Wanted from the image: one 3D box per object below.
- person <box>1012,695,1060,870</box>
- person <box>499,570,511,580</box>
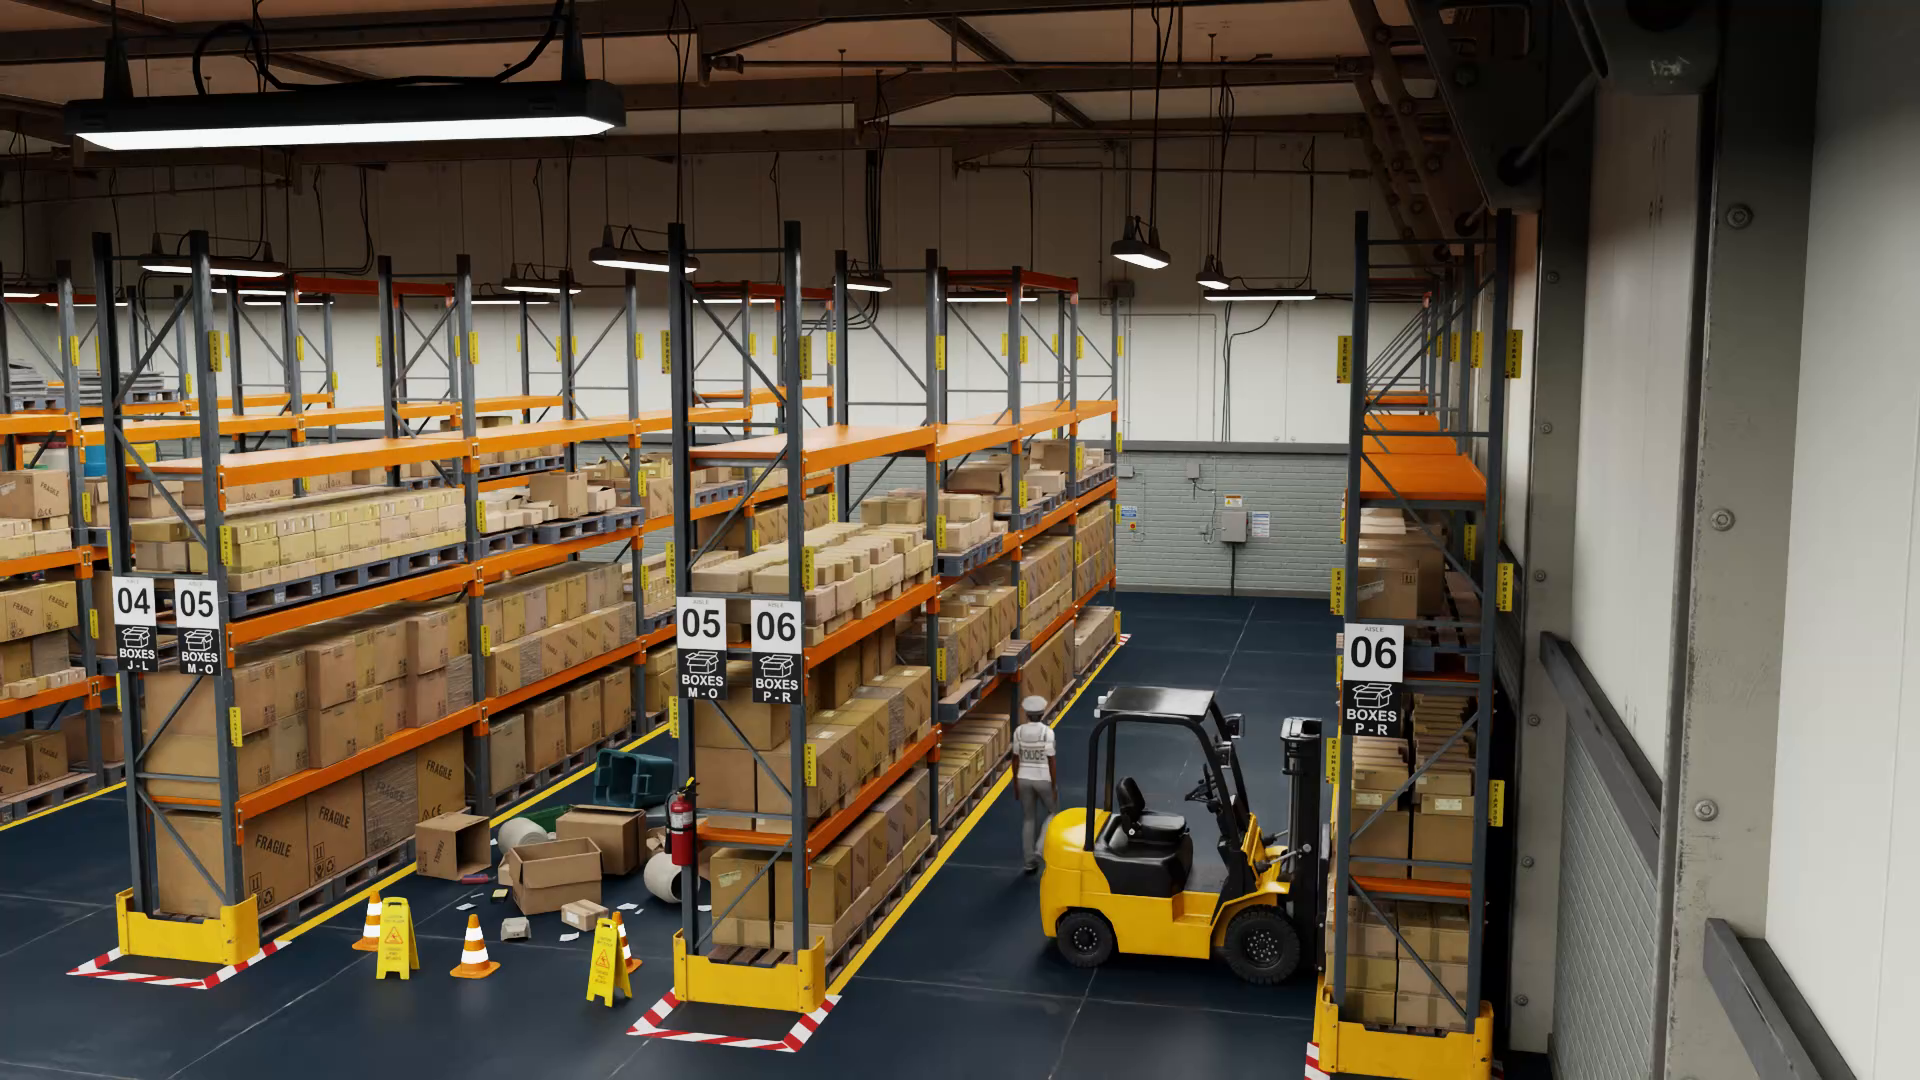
[{"bbox_3d":[0.737,2.362,16.166,0.506,1.680,0.457,3,7,21],"label":"person"},{"bbox_3d":[-7.039,1.210,25.851,0.460,1.587,1.043,2,7,13],"label":"person"}]
